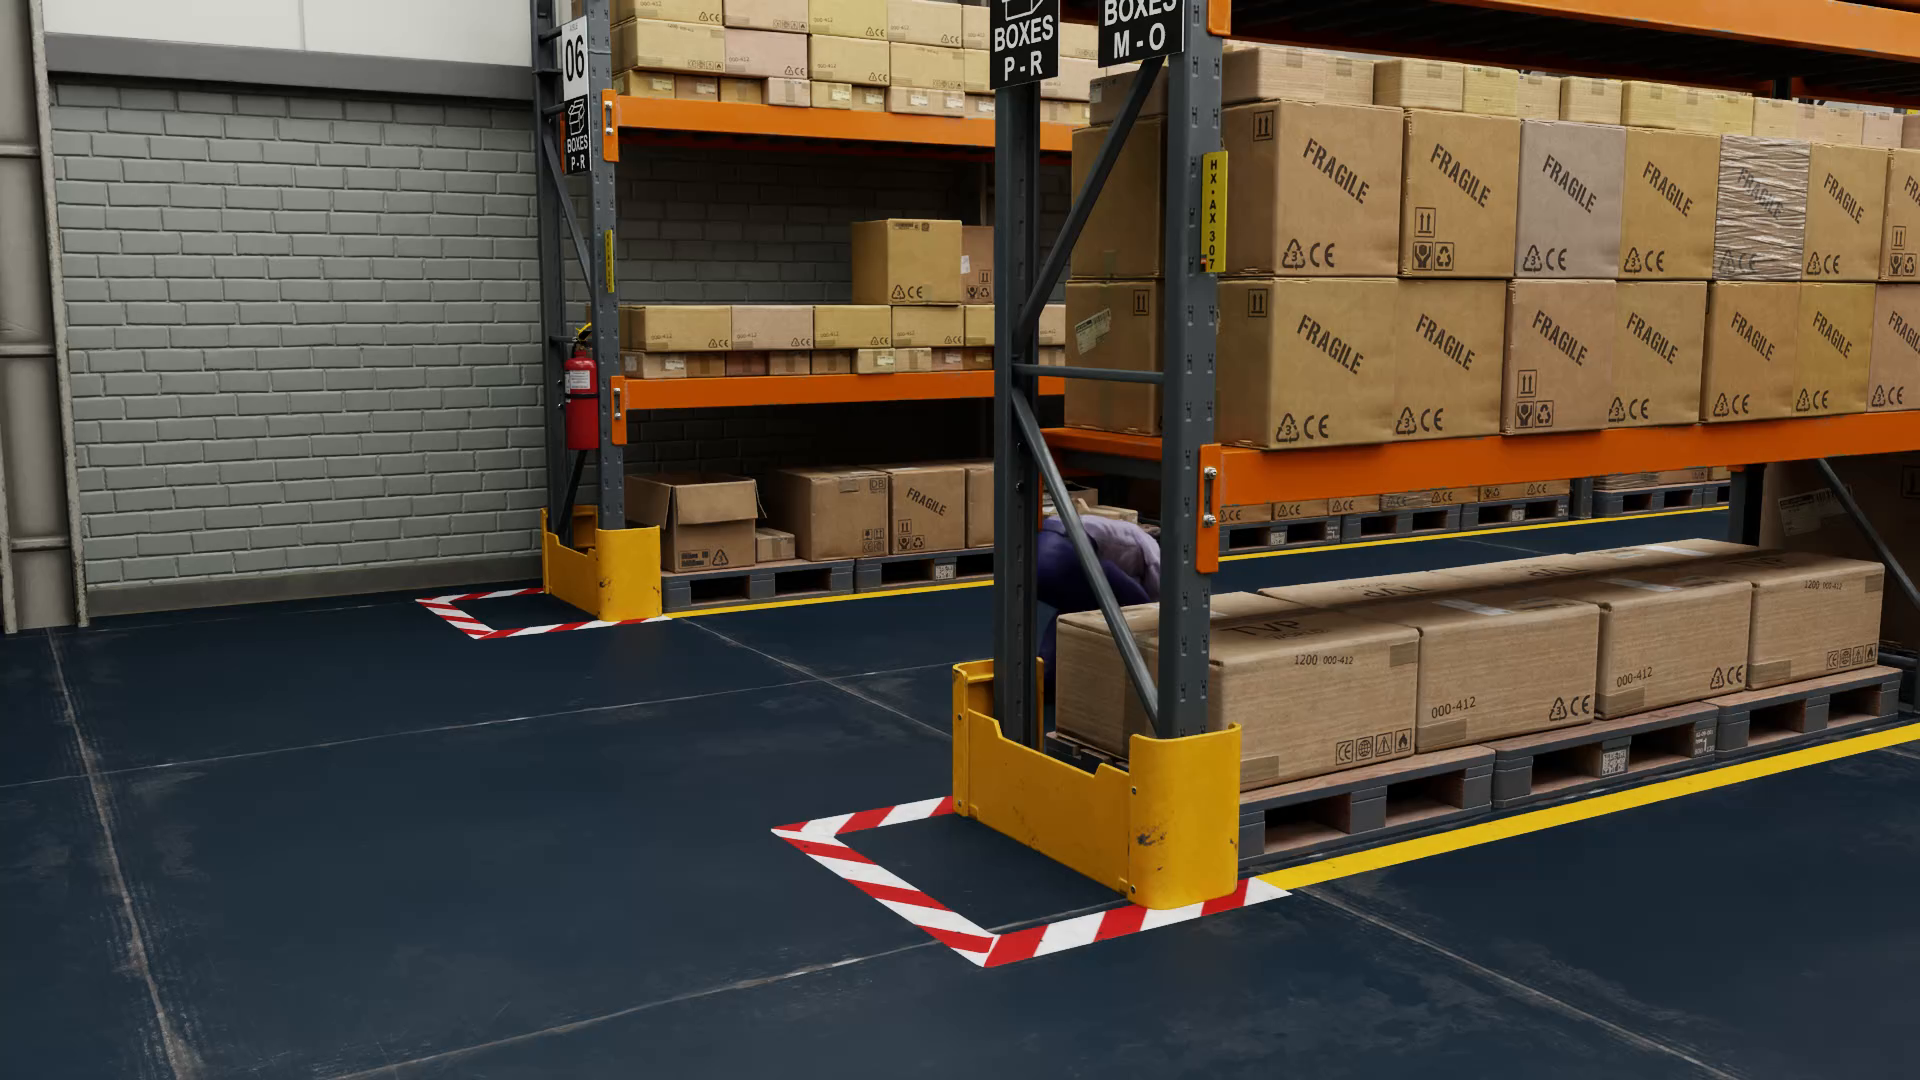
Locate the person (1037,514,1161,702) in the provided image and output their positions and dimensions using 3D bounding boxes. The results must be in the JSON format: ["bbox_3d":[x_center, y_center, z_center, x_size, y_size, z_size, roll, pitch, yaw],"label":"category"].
[{"bbox_3d":[0.651,0.288,7.216,0.829,0.841,0.513,-6,10,-33],"label":"person"}]
